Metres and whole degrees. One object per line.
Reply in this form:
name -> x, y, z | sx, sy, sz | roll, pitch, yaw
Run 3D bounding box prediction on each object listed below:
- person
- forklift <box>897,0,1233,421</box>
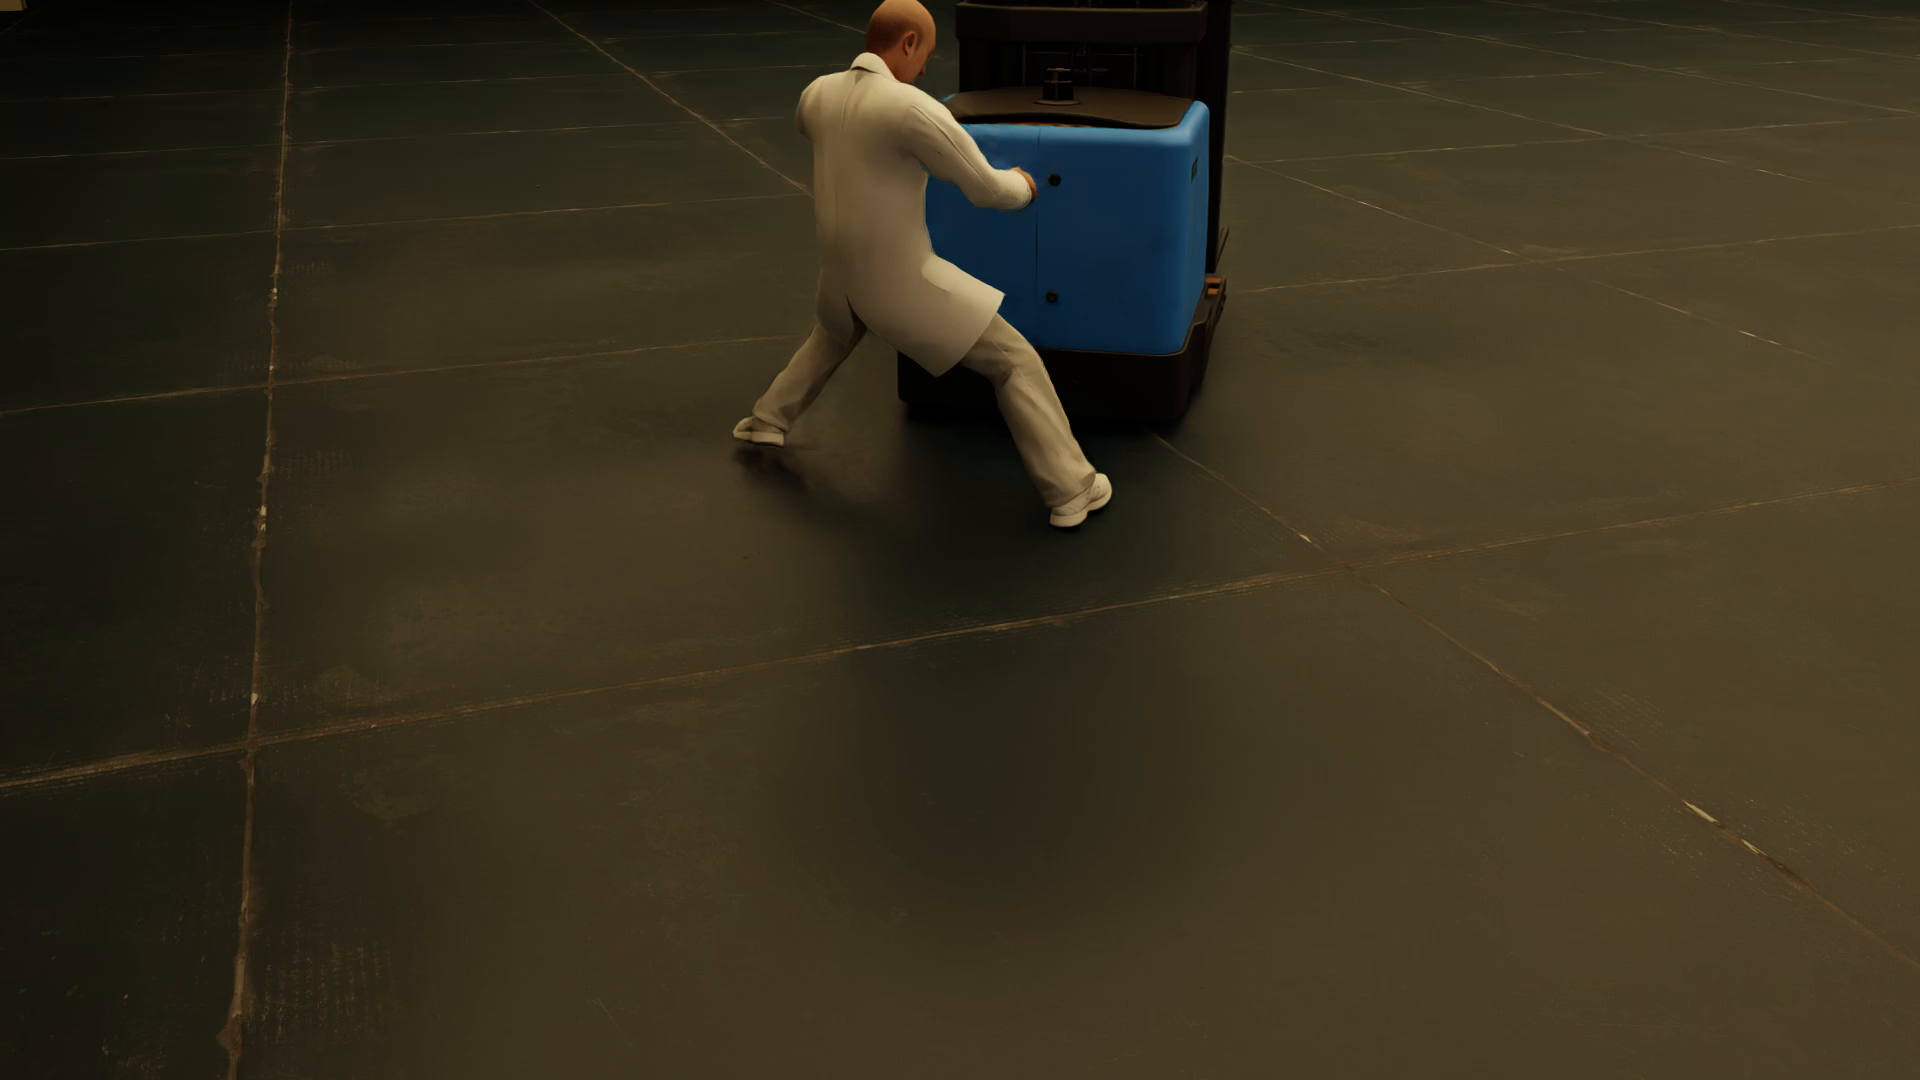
person -> -0.145, -0.924, 5.276 | 0.756, 1.549, 1.353 | -19, 29, -37
forklift -> 0.590, -2.316, 6.807 | 1.130, 2.935, 3.031 | 5, 23, 11
